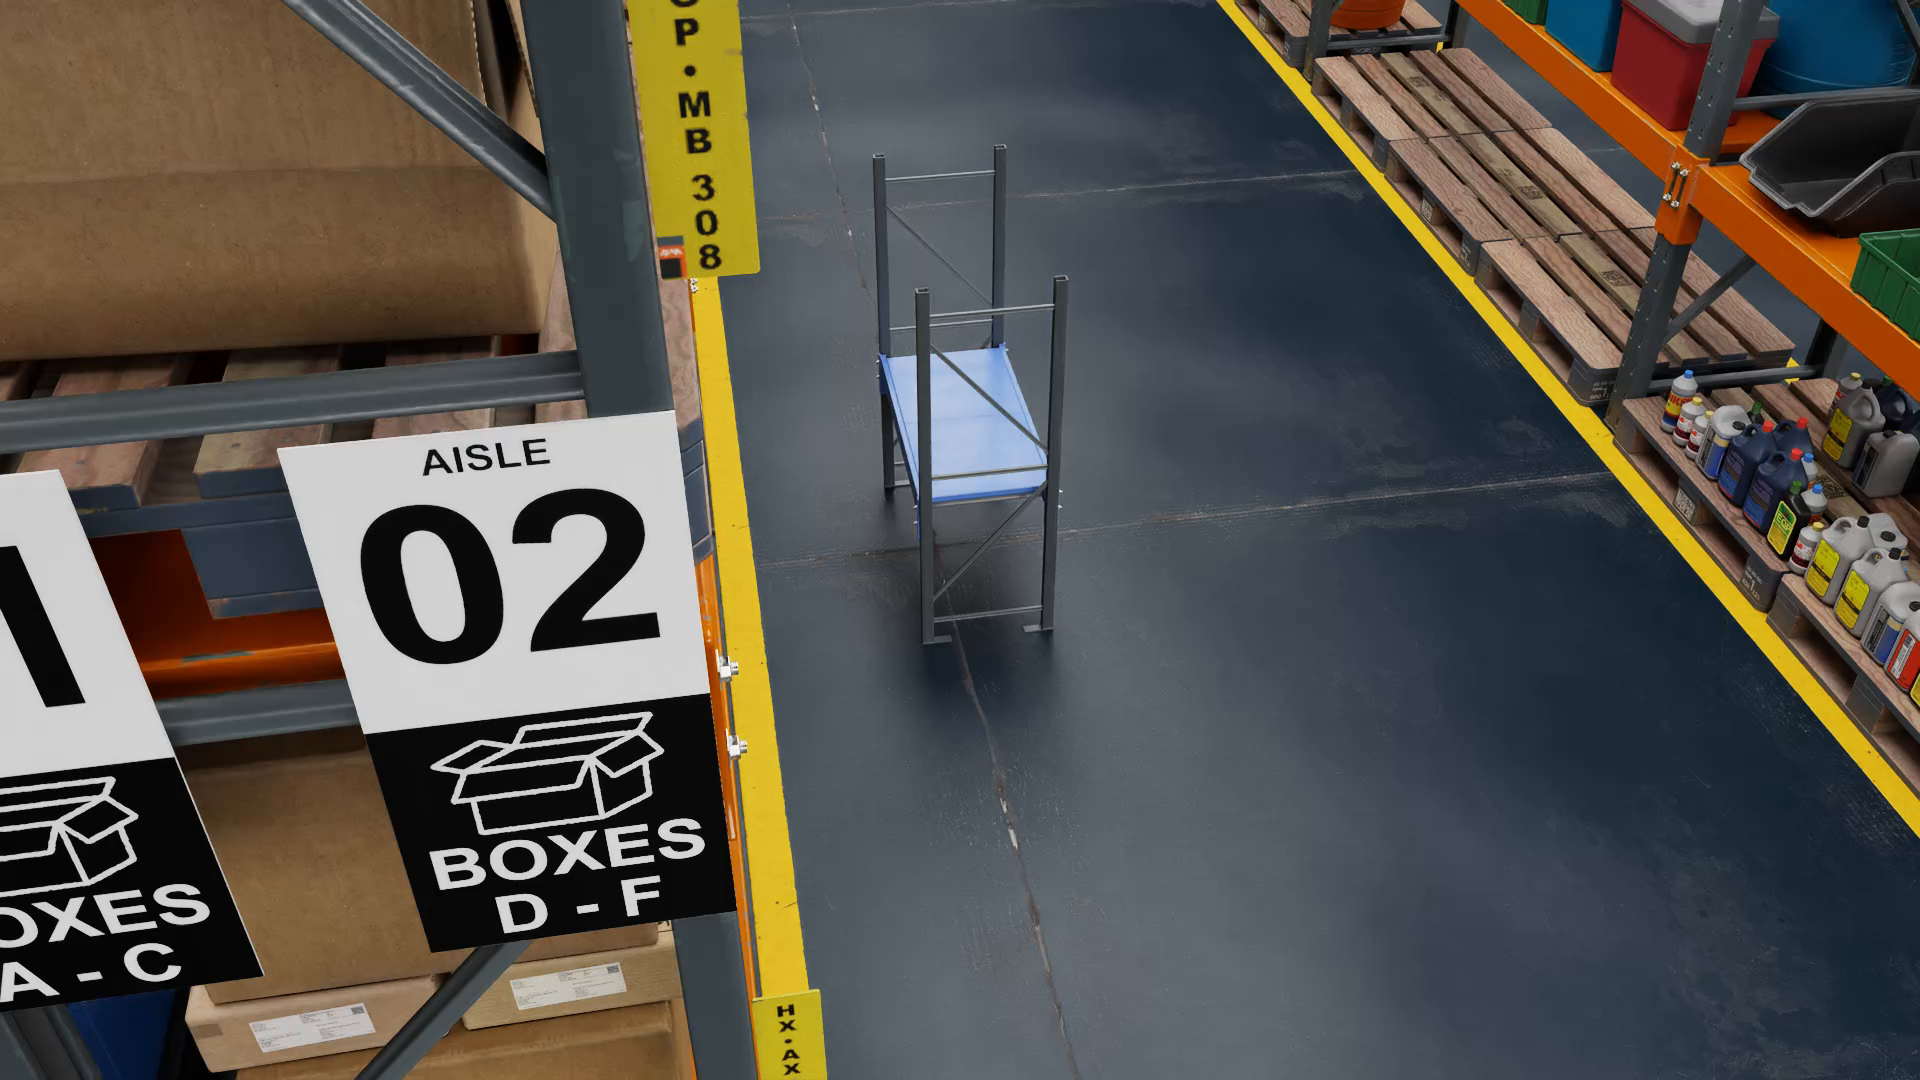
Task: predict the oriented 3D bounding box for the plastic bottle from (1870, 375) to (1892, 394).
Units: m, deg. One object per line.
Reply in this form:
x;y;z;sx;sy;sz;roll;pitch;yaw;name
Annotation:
3.784;-0.573;6.898;0.061;0.283;0.133;-4;38;-6;plastic bottle

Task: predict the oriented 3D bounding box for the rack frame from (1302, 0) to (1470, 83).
2.674;-4.143;9.638;1.000;3.000;0.127;-6;38;-8;rack frame

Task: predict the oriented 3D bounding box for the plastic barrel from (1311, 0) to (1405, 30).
2.571;-3.746;10.553;0.600;0.830;0.708;-6;38;-8;plastic barrel

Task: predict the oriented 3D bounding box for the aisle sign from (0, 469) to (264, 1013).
-1.079;0.264;1.846;0.394;0.787;0.004;-6;38;-8;aisle sign

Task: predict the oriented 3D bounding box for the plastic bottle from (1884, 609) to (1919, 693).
3.305;0.373;5.686;0.152;0.276;0.135;-6;38;-8;plastic bottle

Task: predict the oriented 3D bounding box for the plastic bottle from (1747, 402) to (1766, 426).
3.188;-0.408;6.686;0.061;0.283;0.133;-6;38;-8;plastic bottle

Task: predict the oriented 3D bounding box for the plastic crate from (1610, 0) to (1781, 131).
2.989;-2.012;6.843;0.402;0.464;0.583;-6;38;-8;plastic crate

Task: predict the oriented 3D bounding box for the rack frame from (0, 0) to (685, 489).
-0.801;-1.150;0.895;1.000;3.000;0.127;-6;38;-8;rack frame

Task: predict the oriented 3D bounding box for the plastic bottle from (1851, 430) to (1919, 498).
3.664;-0.320;6.579;0.152;0.276;0.135;-6;38;-8;plastic bottle

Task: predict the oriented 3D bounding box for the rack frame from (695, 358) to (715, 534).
-1.502;-1.197;5.845;1.000;3.000;0.127;-6;38;-8;rack frame

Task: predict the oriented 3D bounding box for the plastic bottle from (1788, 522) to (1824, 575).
3.168;0.024;6.197;0.097;0.201;0.097;0;38;0;plastic bottle

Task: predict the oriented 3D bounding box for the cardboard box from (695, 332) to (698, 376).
-1.417;-0.856;7.306;0.500;0.250;0.500;-5;38;-7;cardboard box

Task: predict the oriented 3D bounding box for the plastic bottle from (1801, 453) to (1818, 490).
3.252;-0.217;6.449;0.097;0.271;0.097;0;38;0;plastic bottle

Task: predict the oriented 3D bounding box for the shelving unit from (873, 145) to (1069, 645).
0.015;-0.541;6.224;0.538;1.500;1.048;-6;38;-8;shelving unit

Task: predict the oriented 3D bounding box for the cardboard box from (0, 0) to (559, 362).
-0.898;-0.575;2.059;0.797;0.503;0.637;-4;38;-5;cardboard box

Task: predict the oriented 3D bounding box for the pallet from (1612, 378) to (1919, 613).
3.452;-0.216;6.856;1.003;0.211;1.213;-6;38;-8;pallet

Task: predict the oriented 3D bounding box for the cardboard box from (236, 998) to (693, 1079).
-0.870;0.896;3.070;0.700;0.500;0.500;-6;38;-8;cardboard box

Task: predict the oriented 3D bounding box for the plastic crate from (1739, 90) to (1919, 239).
3.341;-1.373;6.123;0.767;0.338;0.504;-6;38;-8;plastic crate

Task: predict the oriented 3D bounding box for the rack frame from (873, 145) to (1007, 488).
-0.074;-0.848;6.619;0.500;1.500;0.032;-6;38;-8;rack frame

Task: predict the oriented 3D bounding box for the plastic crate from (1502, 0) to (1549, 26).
2.792;-2.665;7.908;0.450;0.188;0.662;-6;38;-8;plastic crate

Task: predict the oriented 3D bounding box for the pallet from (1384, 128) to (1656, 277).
2.982;-1.835;8.939;1.003;0.211;1.213;-6;38;-8;pallet

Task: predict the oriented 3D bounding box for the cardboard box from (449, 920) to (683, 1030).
-0.658;0.663;2.841;0.380;0.149;0.250;-6;38;-8;cardboard box

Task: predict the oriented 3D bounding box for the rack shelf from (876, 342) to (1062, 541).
0.015;-0.399;6.334;0.538;0.185;1.000;-6;38;-8;rack shelf

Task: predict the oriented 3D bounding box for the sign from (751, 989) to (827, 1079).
-0.254;0.790;2.518;0.100;0.325;0.005;-6;38;-8;sign

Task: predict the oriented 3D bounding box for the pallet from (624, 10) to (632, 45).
-1.117;-1.099;3.346;1.003;0.211;1.213;-6;38;-8;pallet

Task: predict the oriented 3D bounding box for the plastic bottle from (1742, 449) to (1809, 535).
3.141;-0.209;6.374;0.144;0.351;0.185;-8;39;-10;plastic bottle

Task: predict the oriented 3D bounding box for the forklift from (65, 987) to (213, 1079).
-2.817;-0.027;4.396;1.130;2.935;3.031;-7;38;-8;forklift

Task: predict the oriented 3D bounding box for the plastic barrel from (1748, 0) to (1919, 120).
3.605;-2.191;6.717;0.600;0.901;0.708;-6;38;-8;plastic barrel

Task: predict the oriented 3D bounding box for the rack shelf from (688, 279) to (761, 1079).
-1.152;0.295;4.511;1.077;0.370;4.000;-6;38;-8;rack shelf

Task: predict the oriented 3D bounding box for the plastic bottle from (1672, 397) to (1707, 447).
3.017;-0.495;6.864;0.097;0.201;0.097;0;38;0;plastic bottle

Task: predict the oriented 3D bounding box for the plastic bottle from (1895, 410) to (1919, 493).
3.805;-0.381;6.596;0.144;0.351;0.185;-8;39;-10;plastic bottle

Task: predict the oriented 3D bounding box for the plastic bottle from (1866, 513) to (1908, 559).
3.357;0.046;6.107;0.152;0.276;0.135;-6;38;-8;plastic bottle

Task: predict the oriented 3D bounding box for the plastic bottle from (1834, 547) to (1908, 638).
3.248;0.160;5.899;0.144;0.351;0.185;-5;38;-6;plastic bottle

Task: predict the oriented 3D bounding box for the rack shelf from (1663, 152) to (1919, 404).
3.726;-0.235;5.194;1.077;0.370;4.000;-6;38;-8;rack shelf

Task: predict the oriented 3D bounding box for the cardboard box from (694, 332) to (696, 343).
-1.412;-1.078;7.134;0.500;0.311;0.500;-7;38;-8;cardboard box

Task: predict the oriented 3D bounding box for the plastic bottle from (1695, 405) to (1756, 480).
3.083;-0.393;6.673;0.152;0.276;0.135;-5;38;-6;plastic bottle
